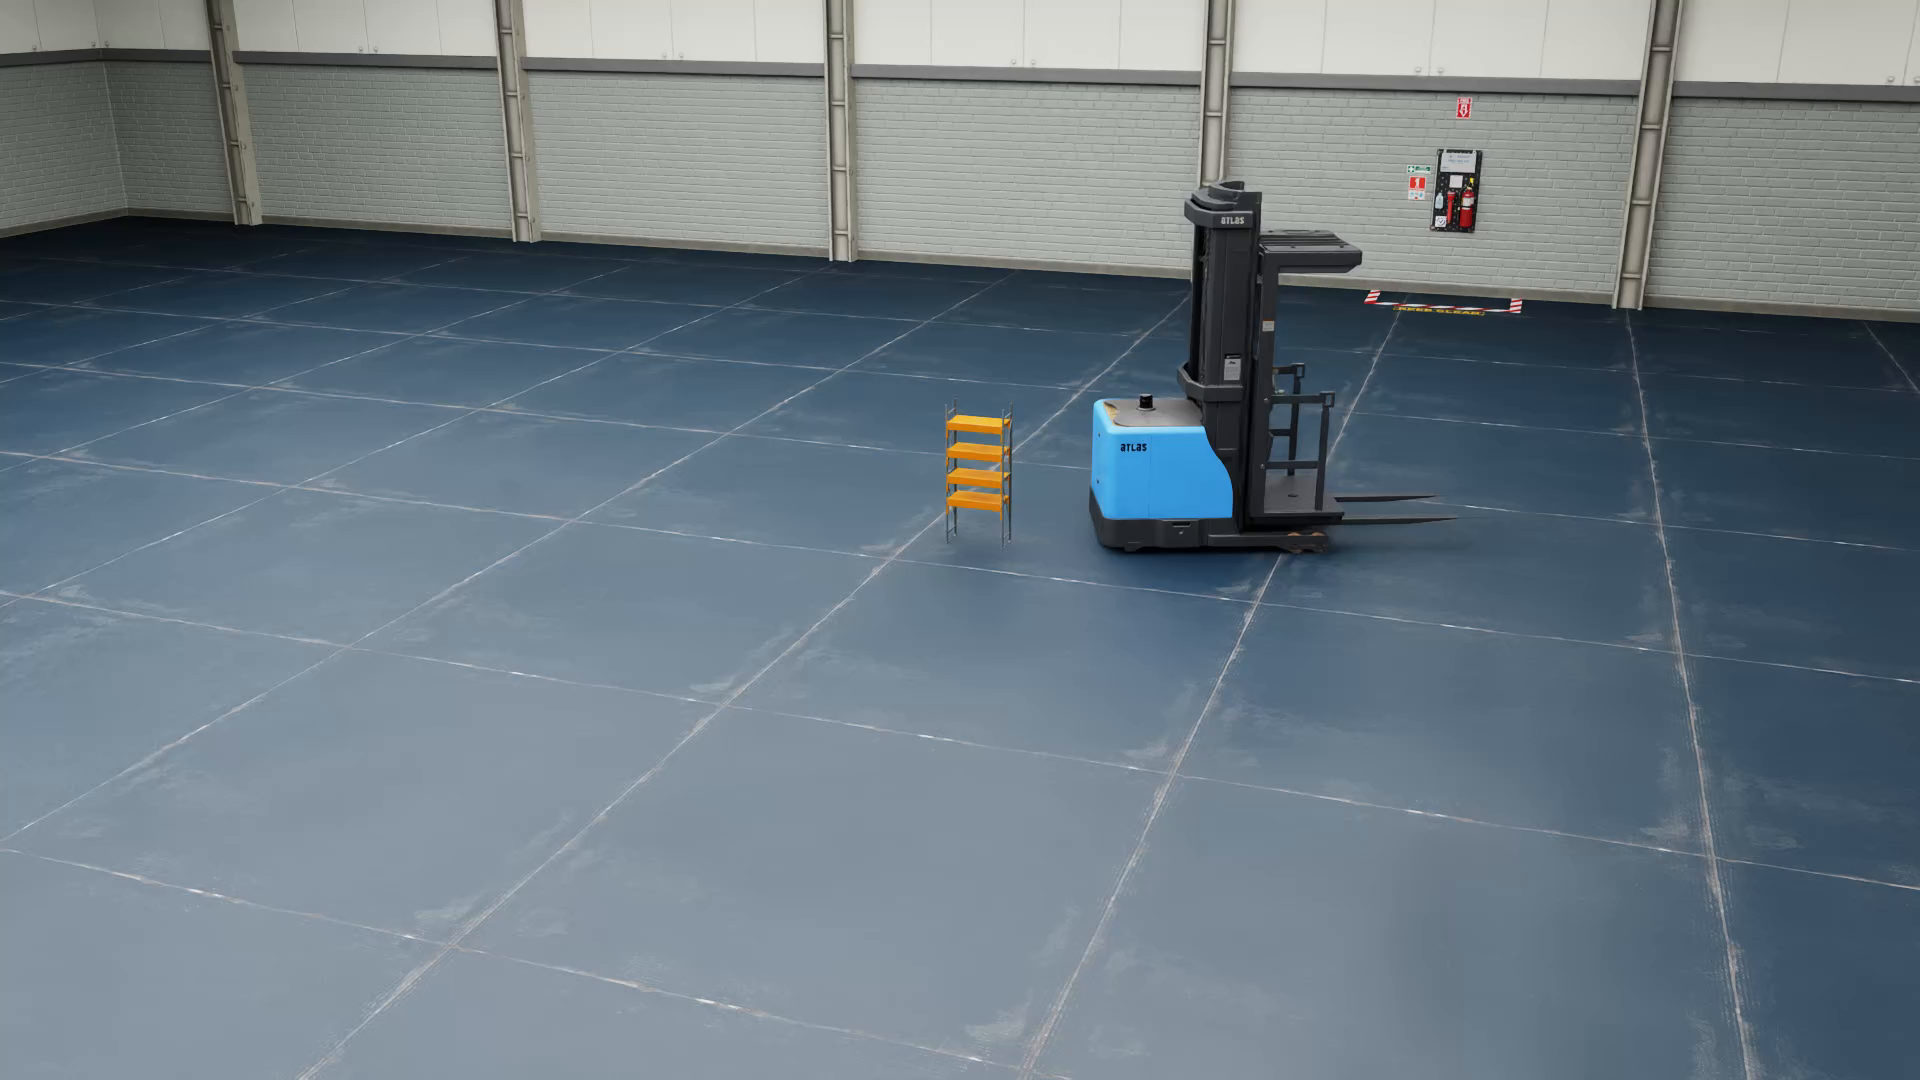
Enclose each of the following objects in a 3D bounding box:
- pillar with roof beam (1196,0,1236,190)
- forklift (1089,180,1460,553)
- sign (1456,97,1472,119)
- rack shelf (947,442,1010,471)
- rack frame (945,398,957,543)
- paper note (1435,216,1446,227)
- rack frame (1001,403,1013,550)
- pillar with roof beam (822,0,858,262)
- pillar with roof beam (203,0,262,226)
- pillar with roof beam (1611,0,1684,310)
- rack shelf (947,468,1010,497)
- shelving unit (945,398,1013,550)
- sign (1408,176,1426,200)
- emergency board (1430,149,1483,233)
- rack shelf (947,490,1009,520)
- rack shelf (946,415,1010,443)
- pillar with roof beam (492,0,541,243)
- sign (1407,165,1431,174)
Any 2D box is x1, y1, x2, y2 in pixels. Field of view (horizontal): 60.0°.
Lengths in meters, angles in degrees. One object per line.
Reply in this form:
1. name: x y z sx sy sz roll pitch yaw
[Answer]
1. pillar with roof beam: 2.353 -6.855 20.069 0.400 9.000 9.100 7 20 18
2. forklift: 2.665 -1.450 13.782 3.031 2.935 1.130 -1 19 -2
3. sign: 7.137 -6.117 23.547 0.199 0.298 0.001 7 20 18
4. rack shelf: 0.156 -0.696 13.776 0.480 0.148 0.258 7 20 18
5. rack frame: -0.074 -0.575 13.903 0.015 1.200 0.240 7 20 18
6. paper note: 6.968 -4.616 24.099 0.142 0.148 0.016 7 20 18
7. rack frame: 0.387 -0.522 13.752 0.015 1.200 0.240 7 20 18
8. pillar with roof beam: -3.314 -7.503 21.929 0.400 9.000 9.100 7 20 18
9. pillar with roof beam: -14.650 -8.799 25.647 0.400 9.000 9.100 7 20 18
10. pillar with roof beam: 8.021 -6.206 18.210 0.400 9.000 9.100 7 20 18
11. rack shelf: 0.156 -0.485 13.850 0.480 0.148 0.258 7 20 18
12. shelving unit: 0.156 -0.549 13.827 0.503 1.200 0.258 7 20 18
13. sign: 6.624 -5.100 24.095 0.234 0.329 0.001 7 20 18
14. emergency board: 7.112 -4.991 23.837 0.643 1.169 0.194 7 20 18
15. rack shelf: 0.156 -0.298 13.915 0.480 0.148 0.258 7 20 18
16. rack shelf: 0.156 -0.920 13.698 0.480 0.148 0.258 7 20 18
17. pillar with roof beam: -8.982 -8.151 23.788 0.400 9.000 9.100 7 20 18
18. sign: 6.625 -5.347 23.998 0.331 0.109 0.001 7 20 18
